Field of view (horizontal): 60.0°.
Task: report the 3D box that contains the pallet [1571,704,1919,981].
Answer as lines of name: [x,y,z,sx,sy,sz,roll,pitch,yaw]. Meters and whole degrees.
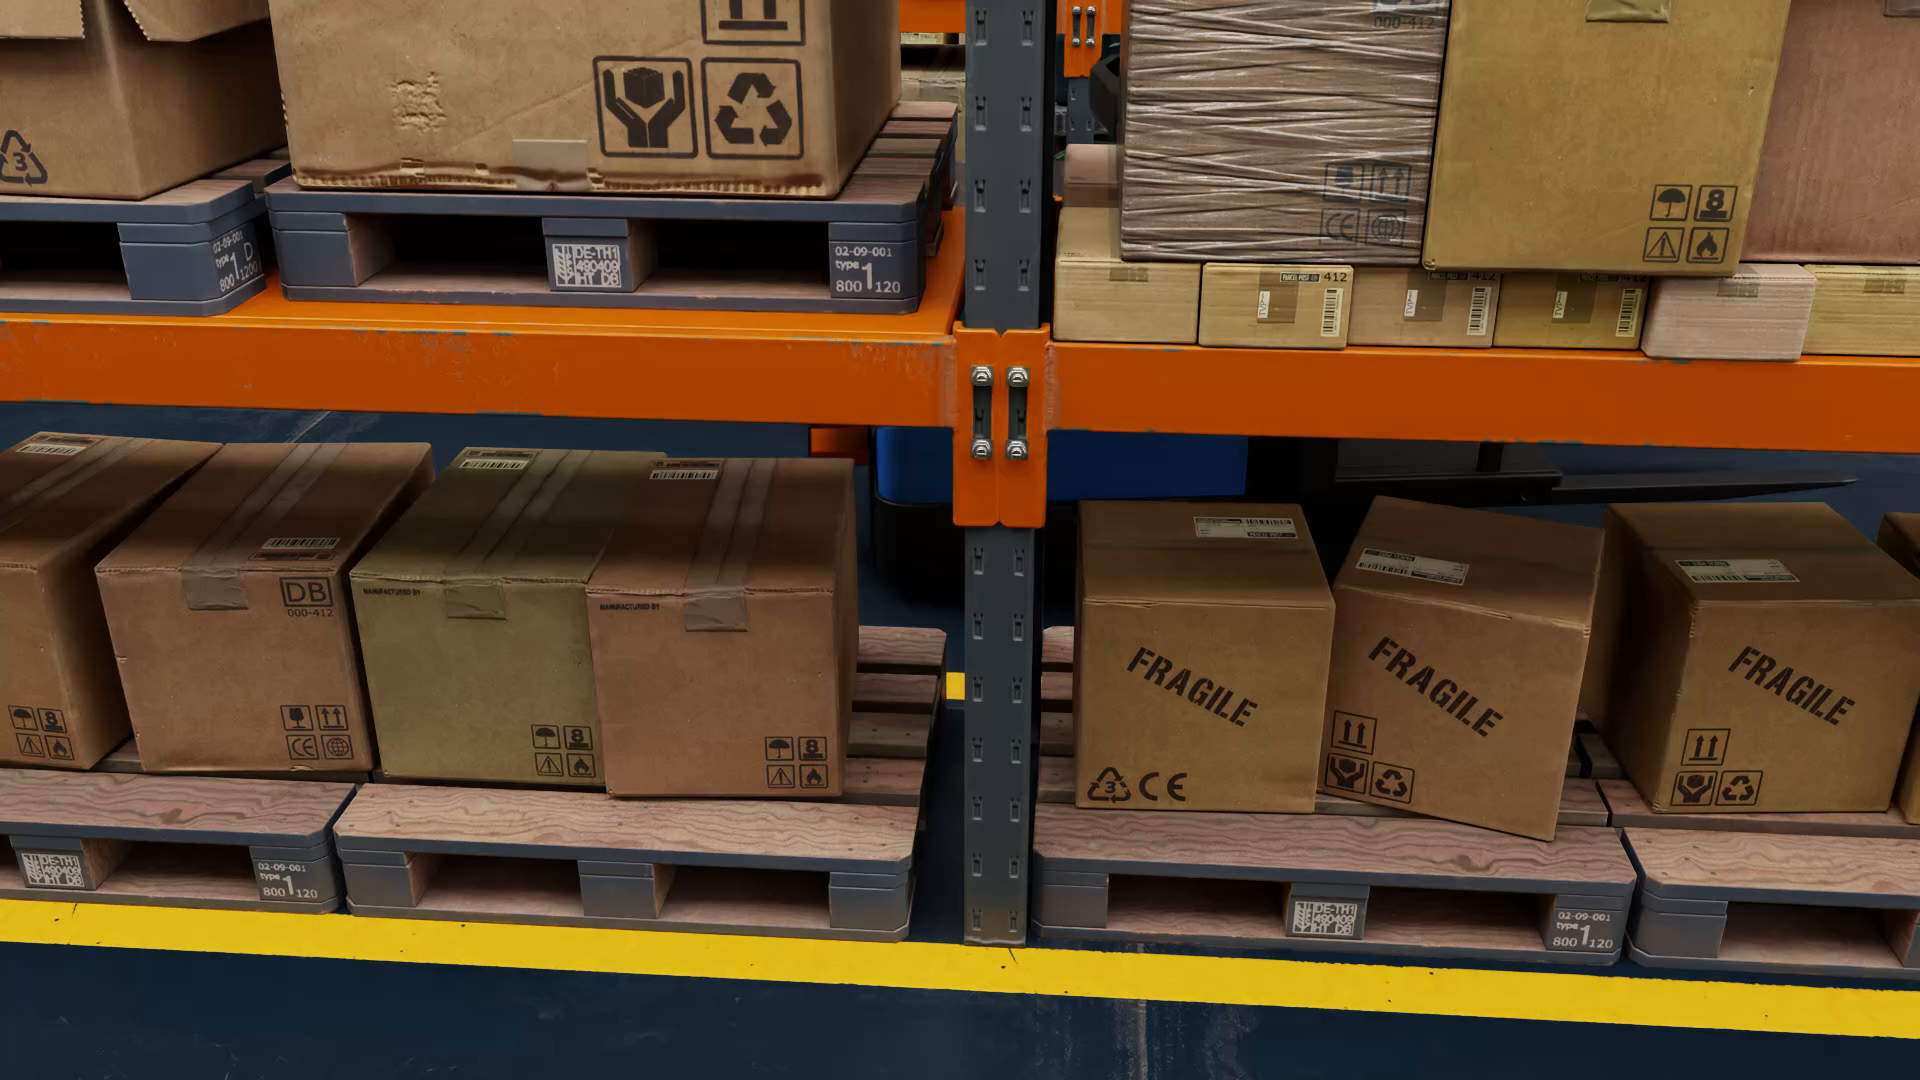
pallet: [2.001,0.580,3.737,1.213,0.211,1.003,2,25,4]

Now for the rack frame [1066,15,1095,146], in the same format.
rack frame: [0.590,-2.796,7.737,0.127,3.000,1.000,2,25,4]

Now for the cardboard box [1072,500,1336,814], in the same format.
cardboard box: [0.505,0.243,3.622,0.500,0.500,0.500,1,25,2]

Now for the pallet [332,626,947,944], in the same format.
pallet: [-0.667,0.511,3.887,1.213,0.211,1.003,2,25,4]

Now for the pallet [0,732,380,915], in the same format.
pallet: [-1.887,0.473,3.970,1.213,0.211,1.003,2,25,4]

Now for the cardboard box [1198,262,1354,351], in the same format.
cardboard box: [0.549,-0.472,2.987,0.250,0.149,0.380,2,25,4]

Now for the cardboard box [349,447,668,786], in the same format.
cardboard box: [-0.975,0.152,3.794,0.500,0.500,0.700,2,25,4]

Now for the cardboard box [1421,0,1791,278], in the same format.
cardboard box: [1.049,-0.841,3.014,0.500,0.500,0.875,2,25,4]

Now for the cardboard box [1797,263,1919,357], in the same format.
cardboard box: [1.549,-0.455,2.952,0.250,0.149,0.380,2,25,4]

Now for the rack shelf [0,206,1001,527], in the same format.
rack shelf: [-1.885,-0.469,3.541,4.000,0.370,1.077,2,25,4]

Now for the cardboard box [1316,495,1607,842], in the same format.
cardboard box: [1.077,0.258,3.589,0.500,0.500,0.500,10,27,21]

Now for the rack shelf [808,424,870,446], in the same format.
rack shelf: [-0.367,-0.382,5.037,0.180,0.103,0.258,-2,25,-4]

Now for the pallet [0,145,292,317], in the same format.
pallet: [-1.902,-0.726,3.469,1.213,0.211,1.003,2,25,4]

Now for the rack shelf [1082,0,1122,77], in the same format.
rack shelf: [2.584,-2.405,7.748,4.000,0.370,1.077,2,25,4]

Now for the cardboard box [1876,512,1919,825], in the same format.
cardboard box: [2.255,0.282,3.538,0.500,0.500,0.500,4,25,9]

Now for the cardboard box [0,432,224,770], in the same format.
cardboard box: [-2.090,0.117,3.871,0.500,0.500,0.700,4,25,8]

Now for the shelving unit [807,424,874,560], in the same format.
shelving unit: [-0.367,-0.531,4.968,0.189,1.200,0.258,-2,25,-4]

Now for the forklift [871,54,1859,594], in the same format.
forklift: [1.234,-1.405,4.798,3.031,2.935,1.130,-2,25,-4]

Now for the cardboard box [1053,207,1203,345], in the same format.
cardboard box: [0.301,-0.485,3.016,0.250,0.149,0.380,2,25,4]

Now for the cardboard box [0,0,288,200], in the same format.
cardboard box: [-1.626,-0.986,3.179,0.637,0.503,0.797,4,25,9]

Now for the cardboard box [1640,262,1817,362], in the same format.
cardboard box: [1.296,-0.446,2.932,0.250,0.149,0.380,2,25,4]

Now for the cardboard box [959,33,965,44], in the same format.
cardboard box: [0.345,-3.875,12.723,0.625,0.372,0.950,2,25,5]

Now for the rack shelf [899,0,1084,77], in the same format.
rack shelf: [-1.404,-2.533,8.026,4.000,0.370,1.077,2,25,4]

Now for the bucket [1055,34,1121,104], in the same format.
bucket: [0.902,-2.956,10.182,0.620,0.611,0.726,1,23,26]

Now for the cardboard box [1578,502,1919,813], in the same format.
cardboard box: [1.702,0.245,3.617,0.500,0.500,0.500,0,25,-1]

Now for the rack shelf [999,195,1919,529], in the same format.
rack shelf: [2.103,-0.341,3.263,4.000,0.370,1.077,2,25,4]

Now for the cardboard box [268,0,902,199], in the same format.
cardboard box: [-0.672,-1.279,3.220,1.000,1.000,1.000,2,25,4]

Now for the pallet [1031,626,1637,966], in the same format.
pallet: [0.782,0.542,3.820,1.213,0.211,1.003,2,25,4]

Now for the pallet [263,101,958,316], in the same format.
pallet: [-0.642,-0.729,3.476,1.213,0.211,1.003,2,25,4]

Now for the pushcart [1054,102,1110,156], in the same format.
pushcart: [0.743,-2.719,10.707,0.936,0.377,1.648,-7,26,-14]

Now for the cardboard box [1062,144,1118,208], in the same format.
cardboard box: [0.346,-0.733,3.555,0.250,0.149,0.380,2,25,4]

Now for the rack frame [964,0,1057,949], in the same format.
rack frame: [0.109,-0.732,3.251,0.127,3.000,1.000,2,25,4]

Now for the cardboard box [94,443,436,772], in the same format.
cardboard box: [-1.533,0.135,3.833,0.500,0.500,0.700,0,25,-1]

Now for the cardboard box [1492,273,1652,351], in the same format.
cardboard box: [1.050,-0.471,2.986,0.250,0.149,0.380,2,25,4]

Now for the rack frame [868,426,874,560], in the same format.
rack frame: [-0.276,-0.534,4.974,0.006,1.200,0.240,-2,25,-4]

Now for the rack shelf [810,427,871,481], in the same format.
rack shelf: [-0.367,-0.272,5.087,0.180,0.103,0.258,-2,25,-4]

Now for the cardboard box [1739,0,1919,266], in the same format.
cardboard box: [1.555,-0.867,3.071,0.500,0.500,0.875,2,25,4]

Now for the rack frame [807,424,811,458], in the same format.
rack frame: [-0.458,-0.528,4.962,0.006,1.200,0.240,-2,25,-4]

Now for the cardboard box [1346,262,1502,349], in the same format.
cardboard box: [0.800,-0.475,2.995,0.250,0.149,0.380,2,25,4]

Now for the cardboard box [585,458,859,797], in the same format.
cardboard box: [-0.501,0.176,3.744,0.500,0.500,0.700,0,25,0]

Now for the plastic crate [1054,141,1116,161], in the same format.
plastic crate: [0.863,-2.085,9.487,0.662,0.188,0.450,16,39,31]

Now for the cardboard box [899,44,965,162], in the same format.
cardboard box: [-0.036,-1.947,8.081,0.750,0.750,1.050,2,25,4]

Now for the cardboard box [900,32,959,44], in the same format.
cardboard box: [-0.372,-3.896,12.770,0.625,0.372,0.950,3,25,7]

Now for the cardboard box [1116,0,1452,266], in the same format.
cardboard box: [0.553,-0.872,3.081,0.500,0.500,0.875,2,25,4]
